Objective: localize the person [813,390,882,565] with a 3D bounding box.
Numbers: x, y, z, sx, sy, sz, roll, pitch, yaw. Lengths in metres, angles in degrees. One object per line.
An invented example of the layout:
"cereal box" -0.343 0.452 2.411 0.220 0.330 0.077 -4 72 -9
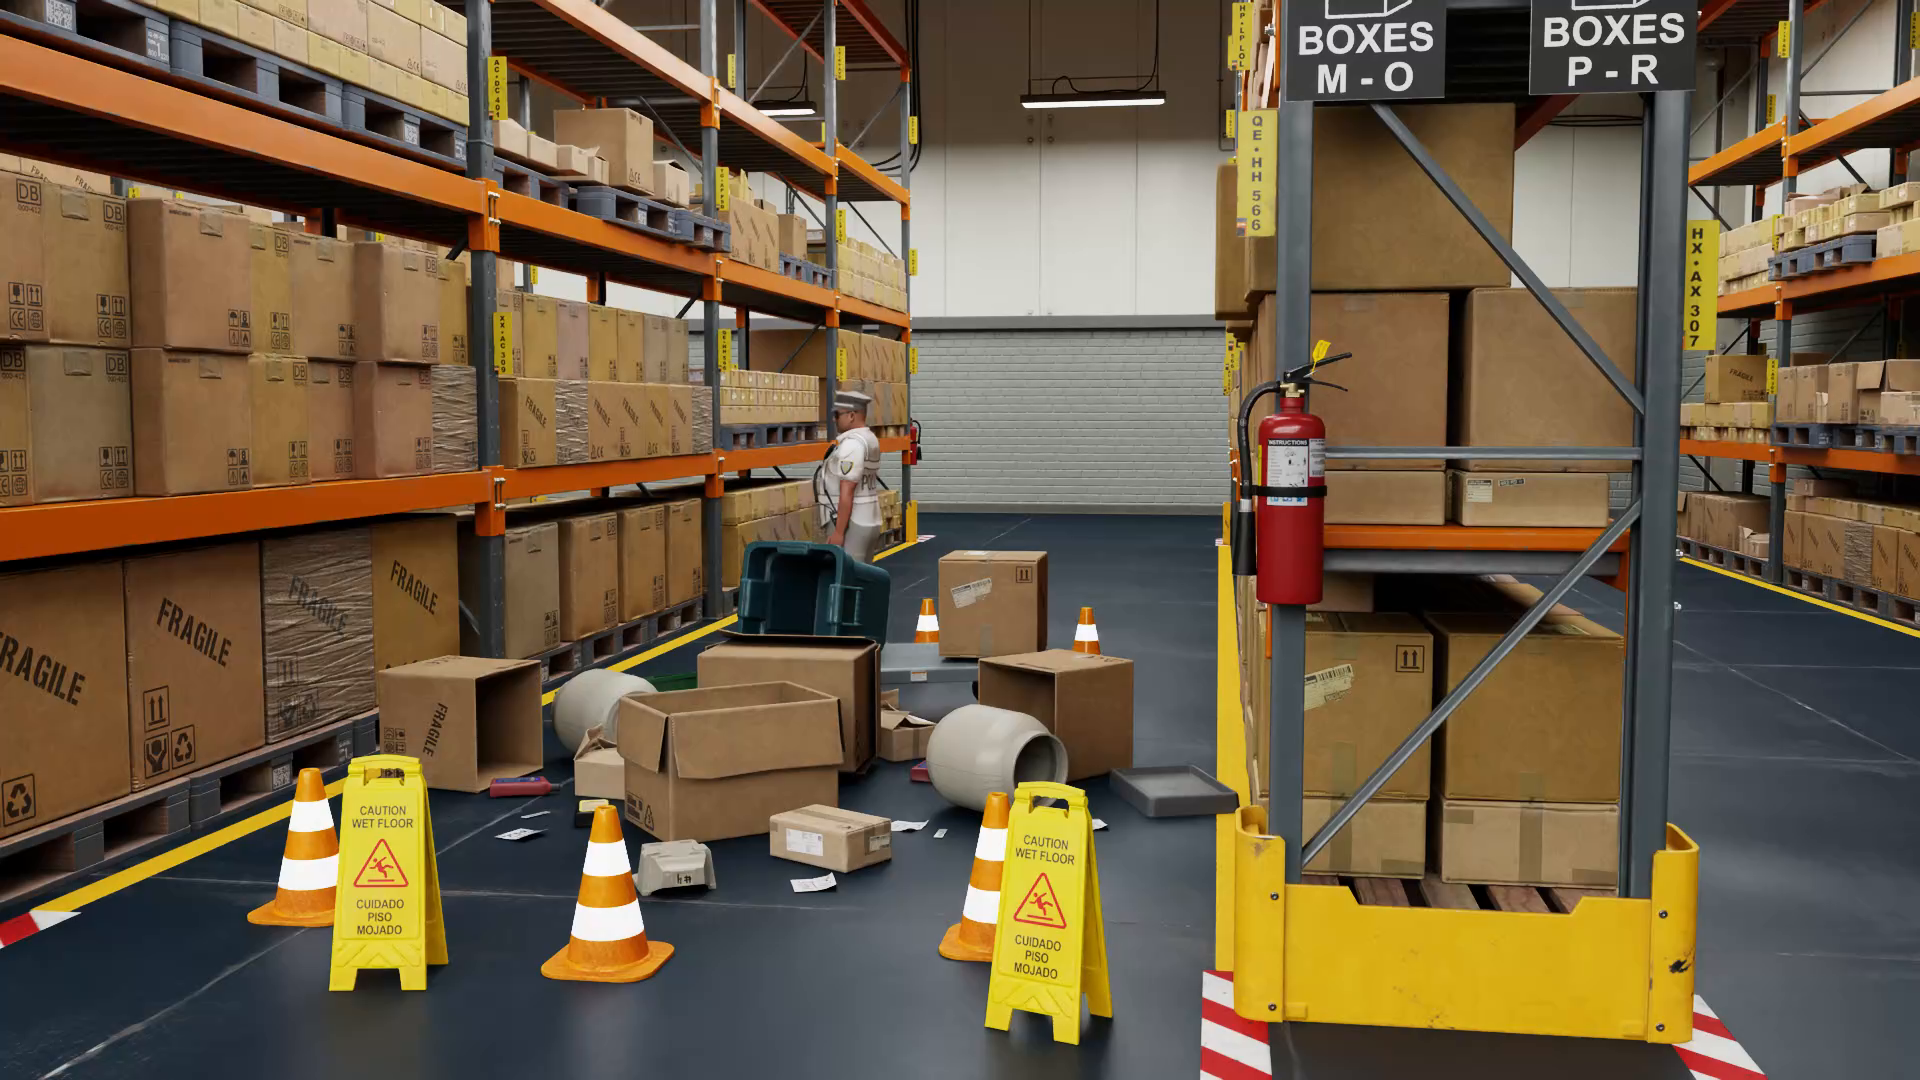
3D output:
"person" -0.696 -0.055 10.408 0.393 1.759 0.528 1 5 10
